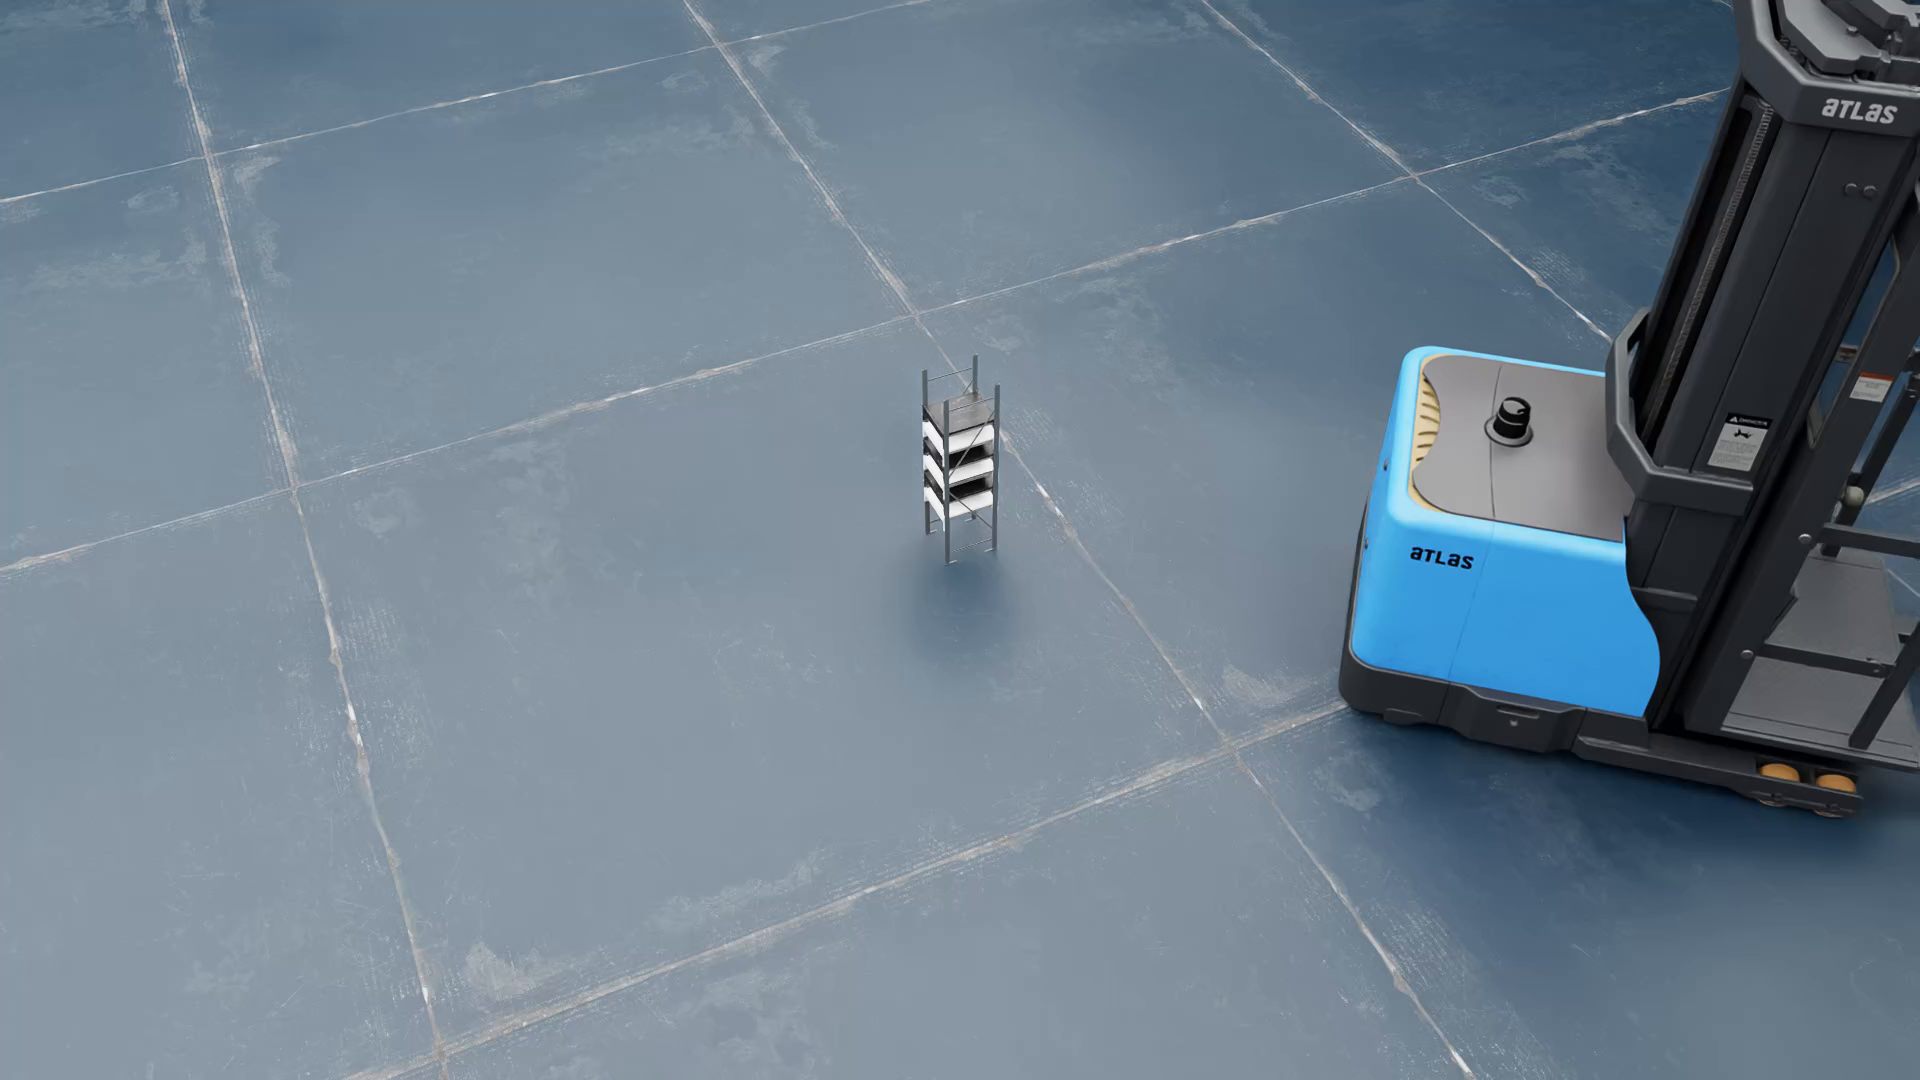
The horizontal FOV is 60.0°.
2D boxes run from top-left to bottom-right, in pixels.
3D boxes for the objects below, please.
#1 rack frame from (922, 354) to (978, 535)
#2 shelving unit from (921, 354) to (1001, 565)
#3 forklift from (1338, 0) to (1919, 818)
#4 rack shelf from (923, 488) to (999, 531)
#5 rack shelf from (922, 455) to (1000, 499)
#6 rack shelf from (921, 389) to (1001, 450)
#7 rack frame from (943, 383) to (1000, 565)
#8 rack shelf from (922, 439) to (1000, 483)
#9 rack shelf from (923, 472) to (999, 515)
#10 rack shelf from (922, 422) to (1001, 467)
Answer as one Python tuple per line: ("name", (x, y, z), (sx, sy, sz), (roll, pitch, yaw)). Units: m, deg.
("rack frame", (-0.039, -0.380, 6.863), (0.240, 0.900, 0.006), (-18, 47, -17))
("shelving unit", (0.003, -0.315, 6.798), (0.258, 0.900, 0.210), (-18, 47, -17))
("forklift", (3.038, -0.445, 5.483), (3.031, 2.935, 1.130), (10, 46, 10))
("rack shelf", (0.003, -0.163, 6.947), (0.258, 0.077, 0.200), (-18, 47, -17))
("rack shelf", (0.003, -0.291, 6.821), (0.258, 0.077, 0.200), (-18, 47, -17))
("rack shelf", (0.003, -0.484, 6.631), (0.258, 0.077, 0.200), (-18, 47, -17))
("rack frame", (0.046, -0.250, 6.732), (0.240, 0.900, 0.006), (-18, 47, -17))
("rack shelf", (0.003, -0.355, 6.758), (0.258, 0.077, 0.200), (-18, 47, -17))
("rack shelf", (0.003, -0.227, 6.884), (0.258, 0.077, 0.200), (-18, 47, -17))
("rack shelf", (0.003, -0.420, 6.695), (0.258, 0.077, 0.200), (-18, 47, -17))
